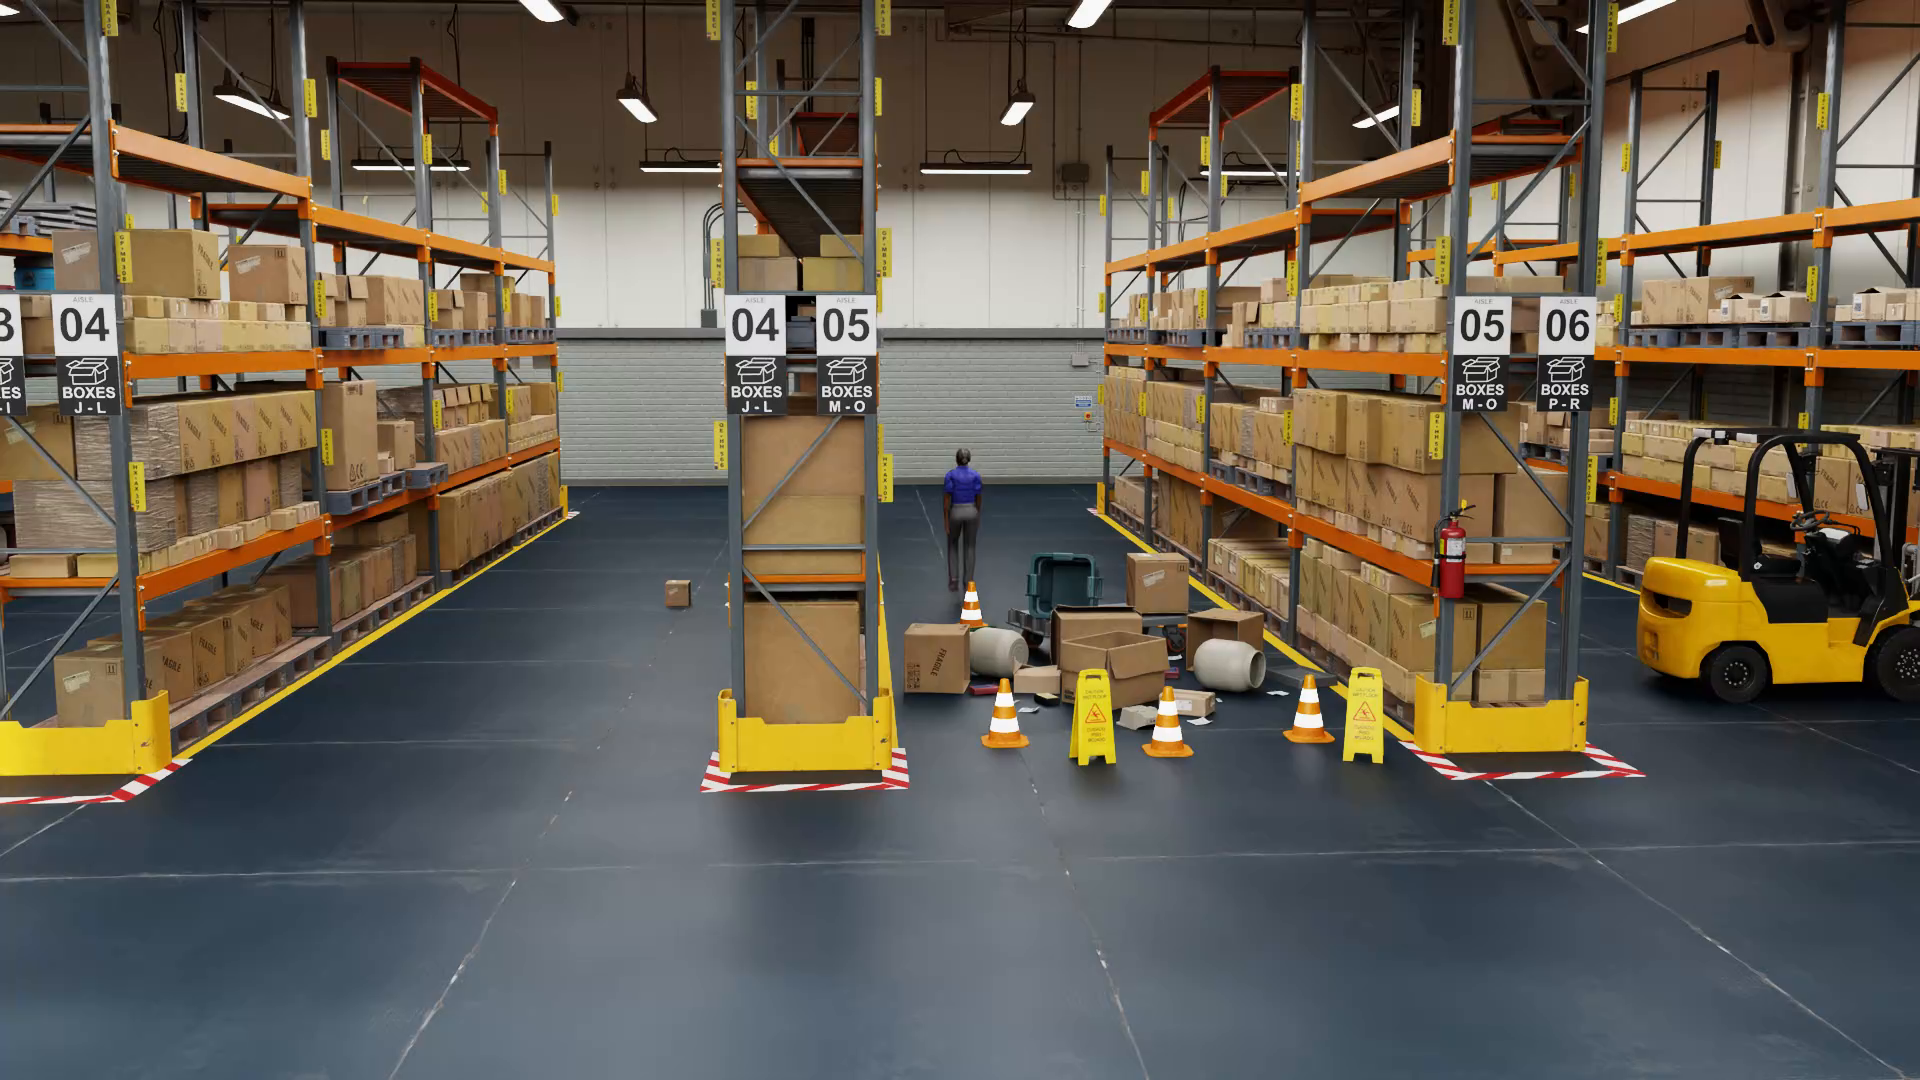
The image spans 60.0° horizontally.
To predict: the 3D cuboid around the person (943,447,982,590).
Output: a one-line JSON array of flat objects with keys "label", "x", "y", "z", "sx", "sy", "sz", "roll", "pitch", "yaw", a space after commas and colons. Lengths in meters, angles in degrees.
[{"label": "person", "x": 0.026, "y": -0.219, "z": 19.221, "sx": 0.452, "sy": 1.712, "sz": 0.673, "roll": 0, "pitch": 7, "yaw": -1}]
